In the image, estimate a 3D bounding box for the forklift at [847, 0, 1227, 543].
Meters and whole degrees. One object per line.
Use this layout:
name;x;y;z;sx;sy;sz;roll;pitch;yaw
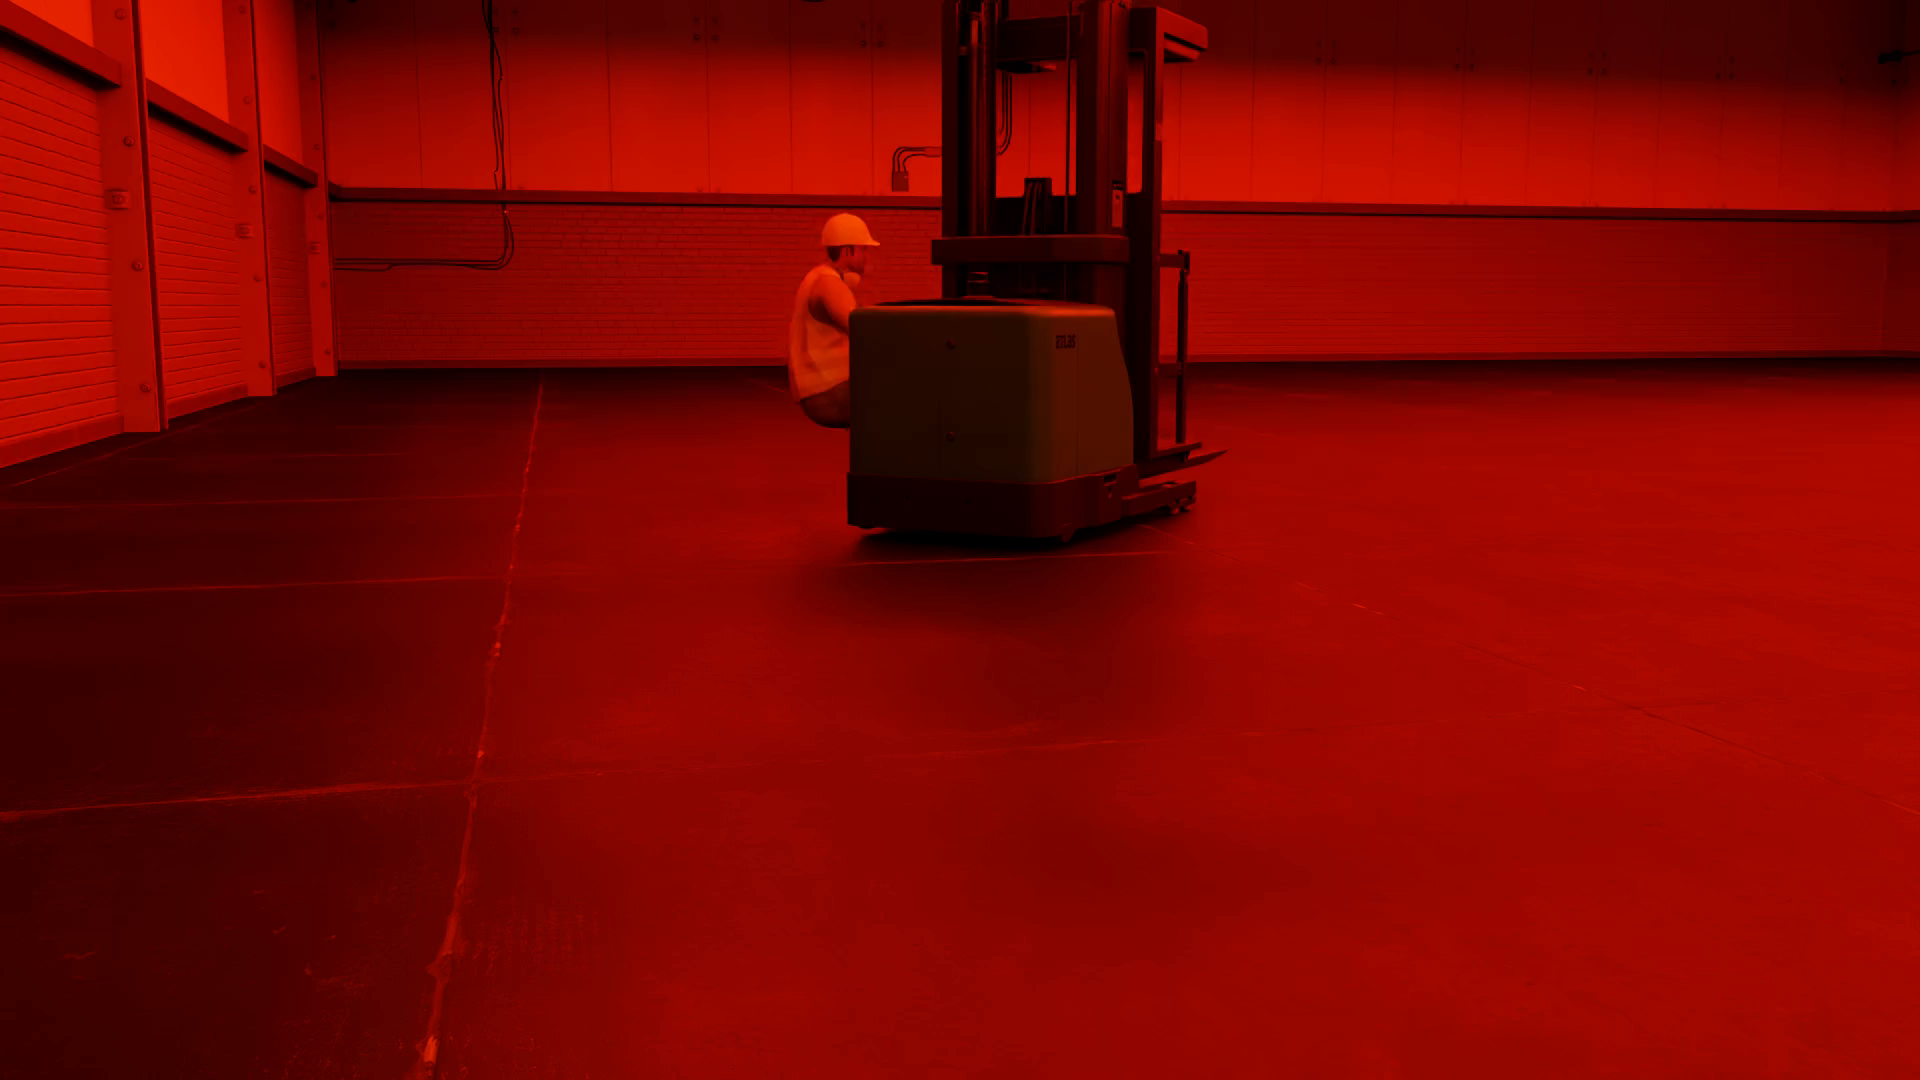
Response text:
forklift;0.601;-1.604;8.590;1.130;2.935;3.031;4;9;27

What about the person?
person;-0.397;-0.806;8.191;0.901;1.571;0.785;-2;8;-14
